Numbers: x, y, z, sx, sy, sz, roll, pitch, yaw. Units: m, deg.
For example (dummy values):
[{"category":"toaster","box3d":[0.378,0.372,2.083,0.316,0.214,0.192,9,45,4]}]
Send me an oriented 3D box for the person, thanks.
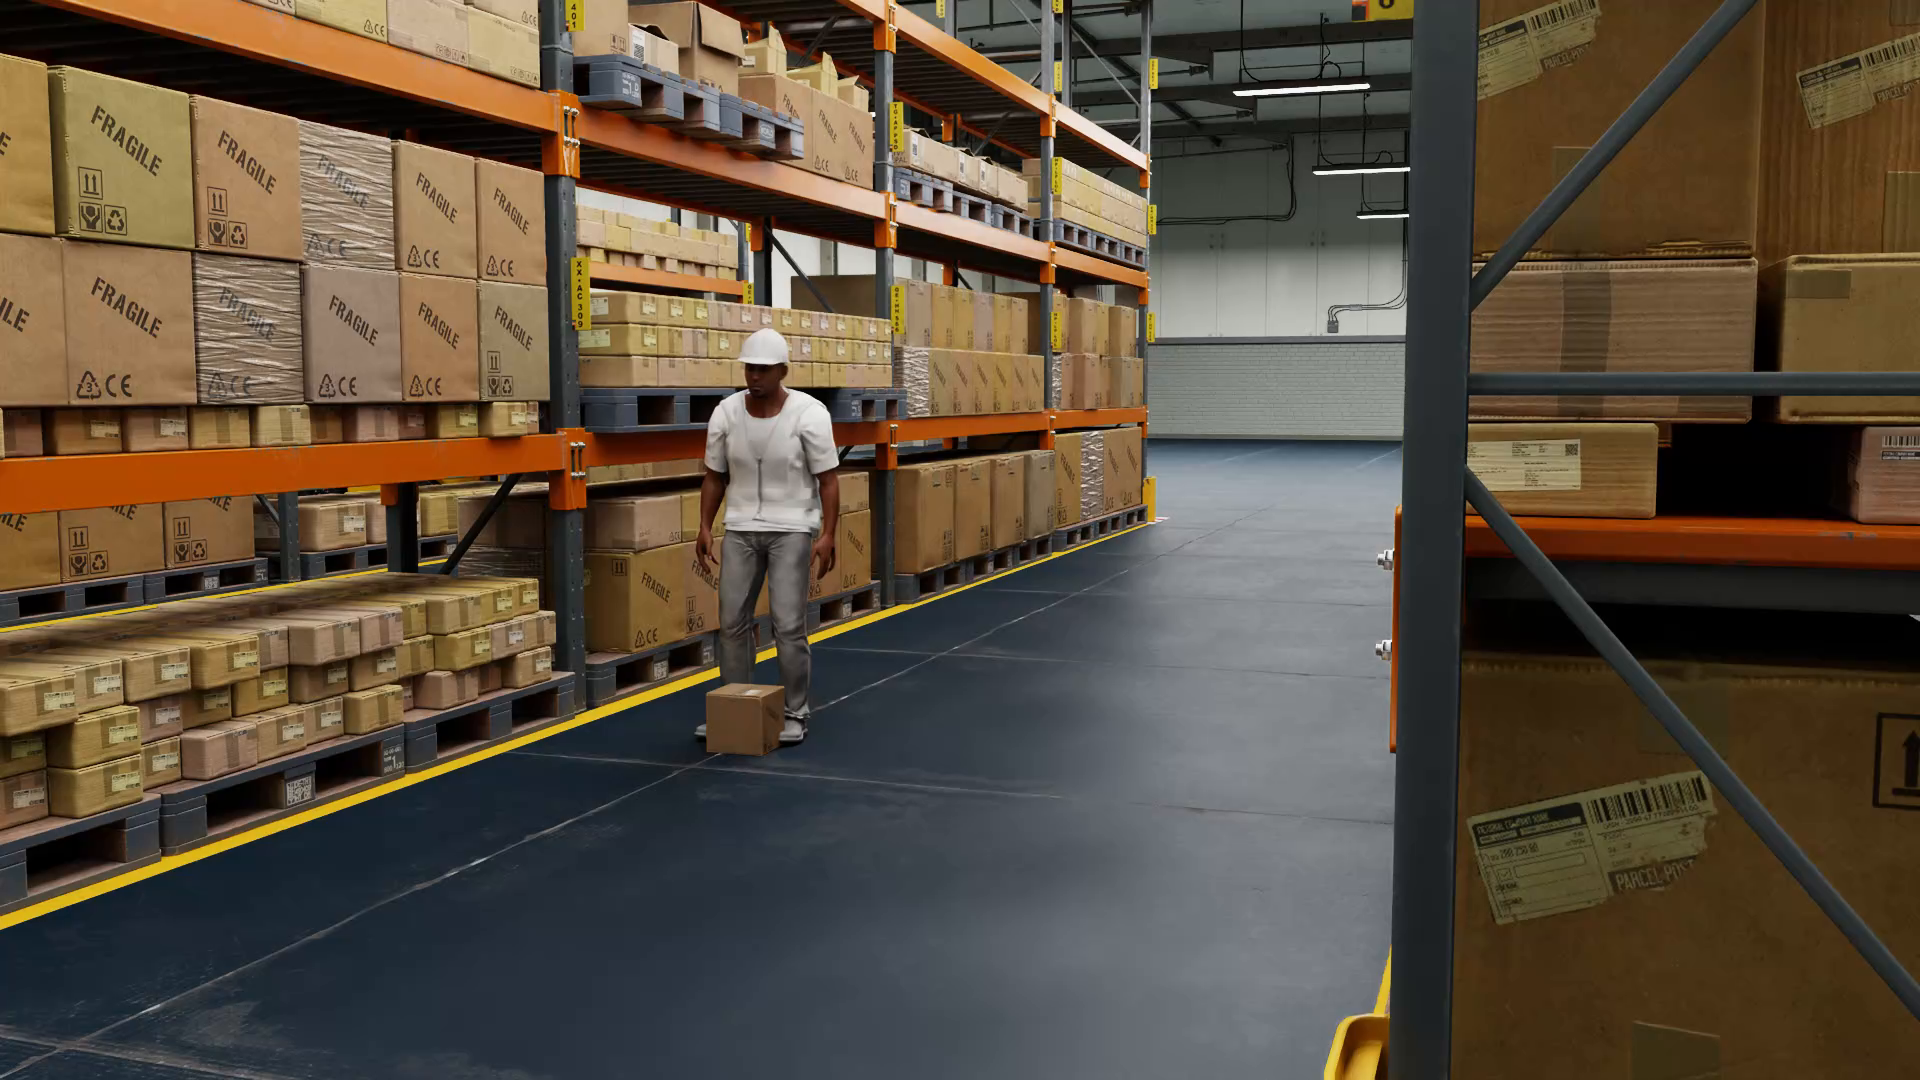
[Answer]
[{"category":"person","box3d":[-0.829,-0.019,7.118,0.632,1.759,0.461,1,5,15]}]
